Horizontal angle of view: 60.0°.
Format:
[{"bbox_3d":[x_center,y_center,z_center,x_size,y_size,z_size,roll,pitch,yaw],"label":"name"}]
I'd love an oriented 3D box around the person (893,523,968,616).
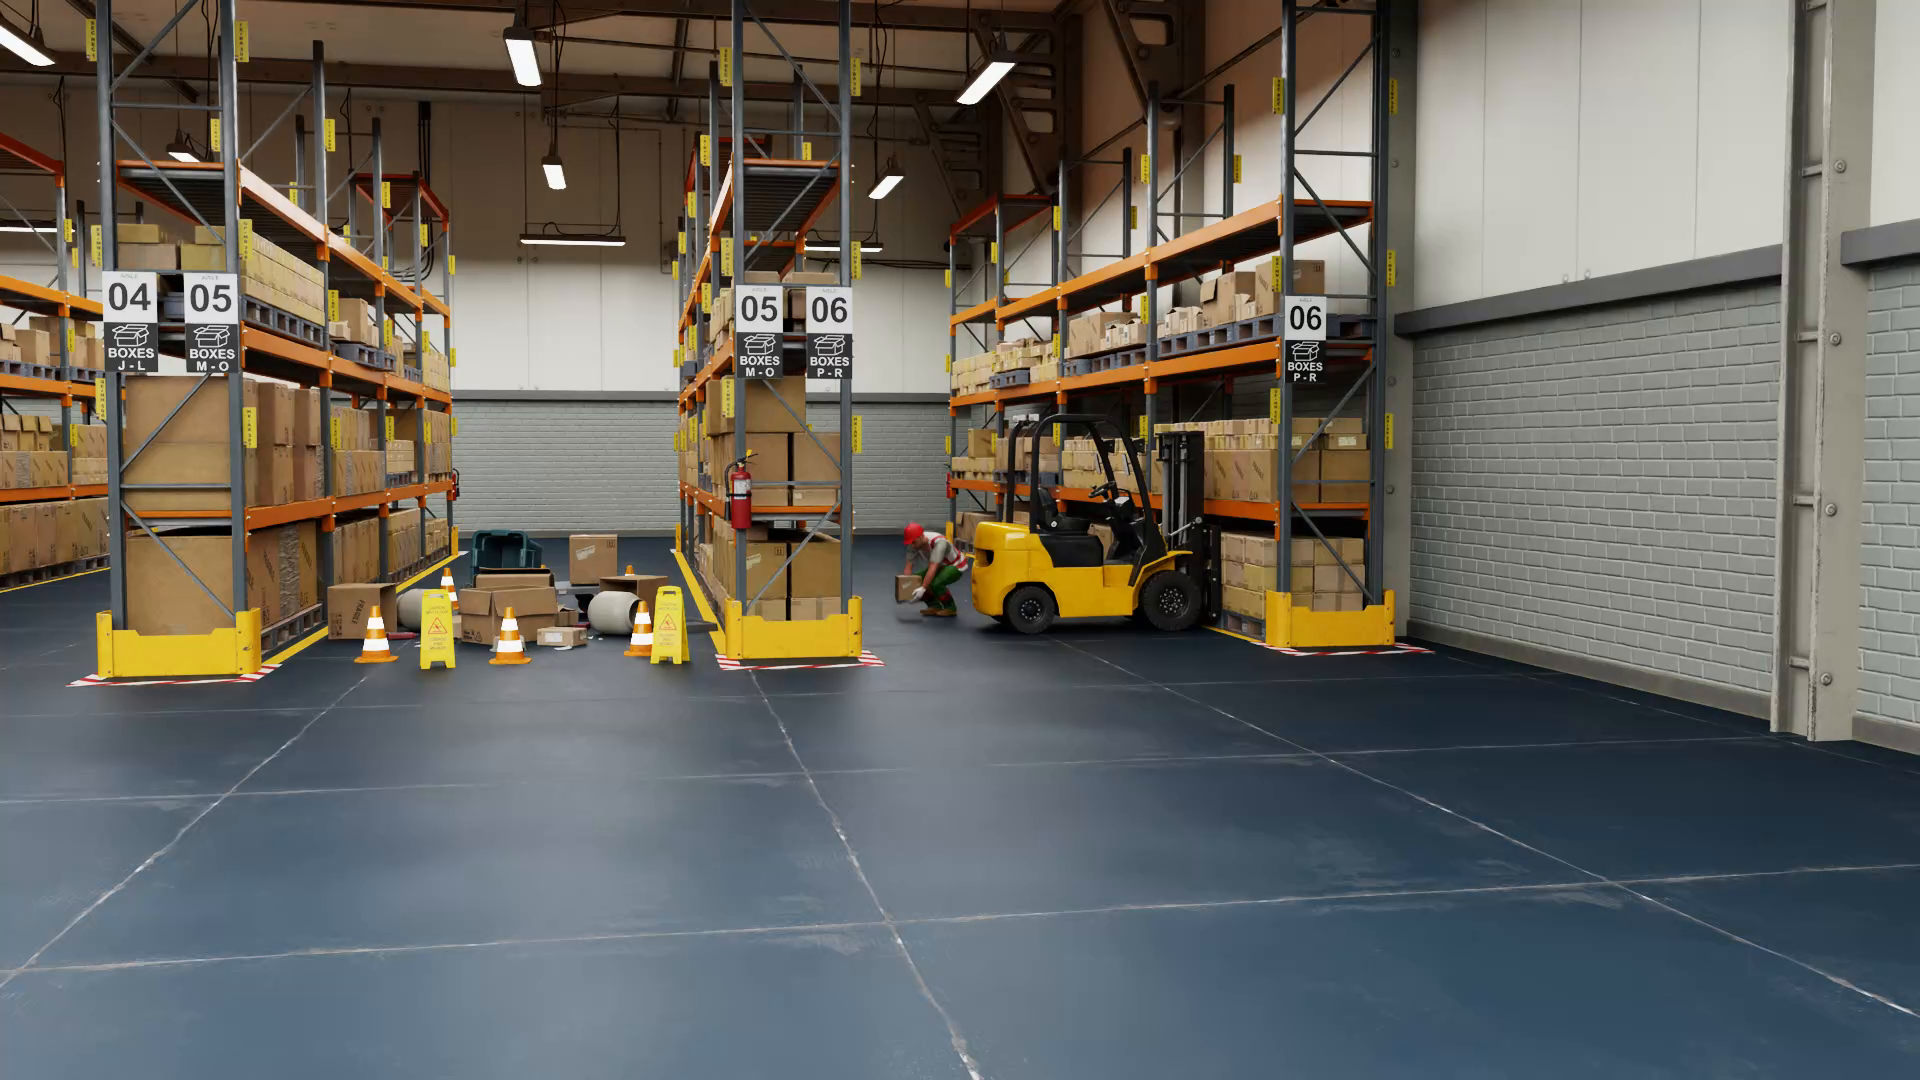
[{"bbox_3d":[-0.297,0.319,18.054,0.877,1.028,0.575,-3,4,-41],"label":"person"}]
